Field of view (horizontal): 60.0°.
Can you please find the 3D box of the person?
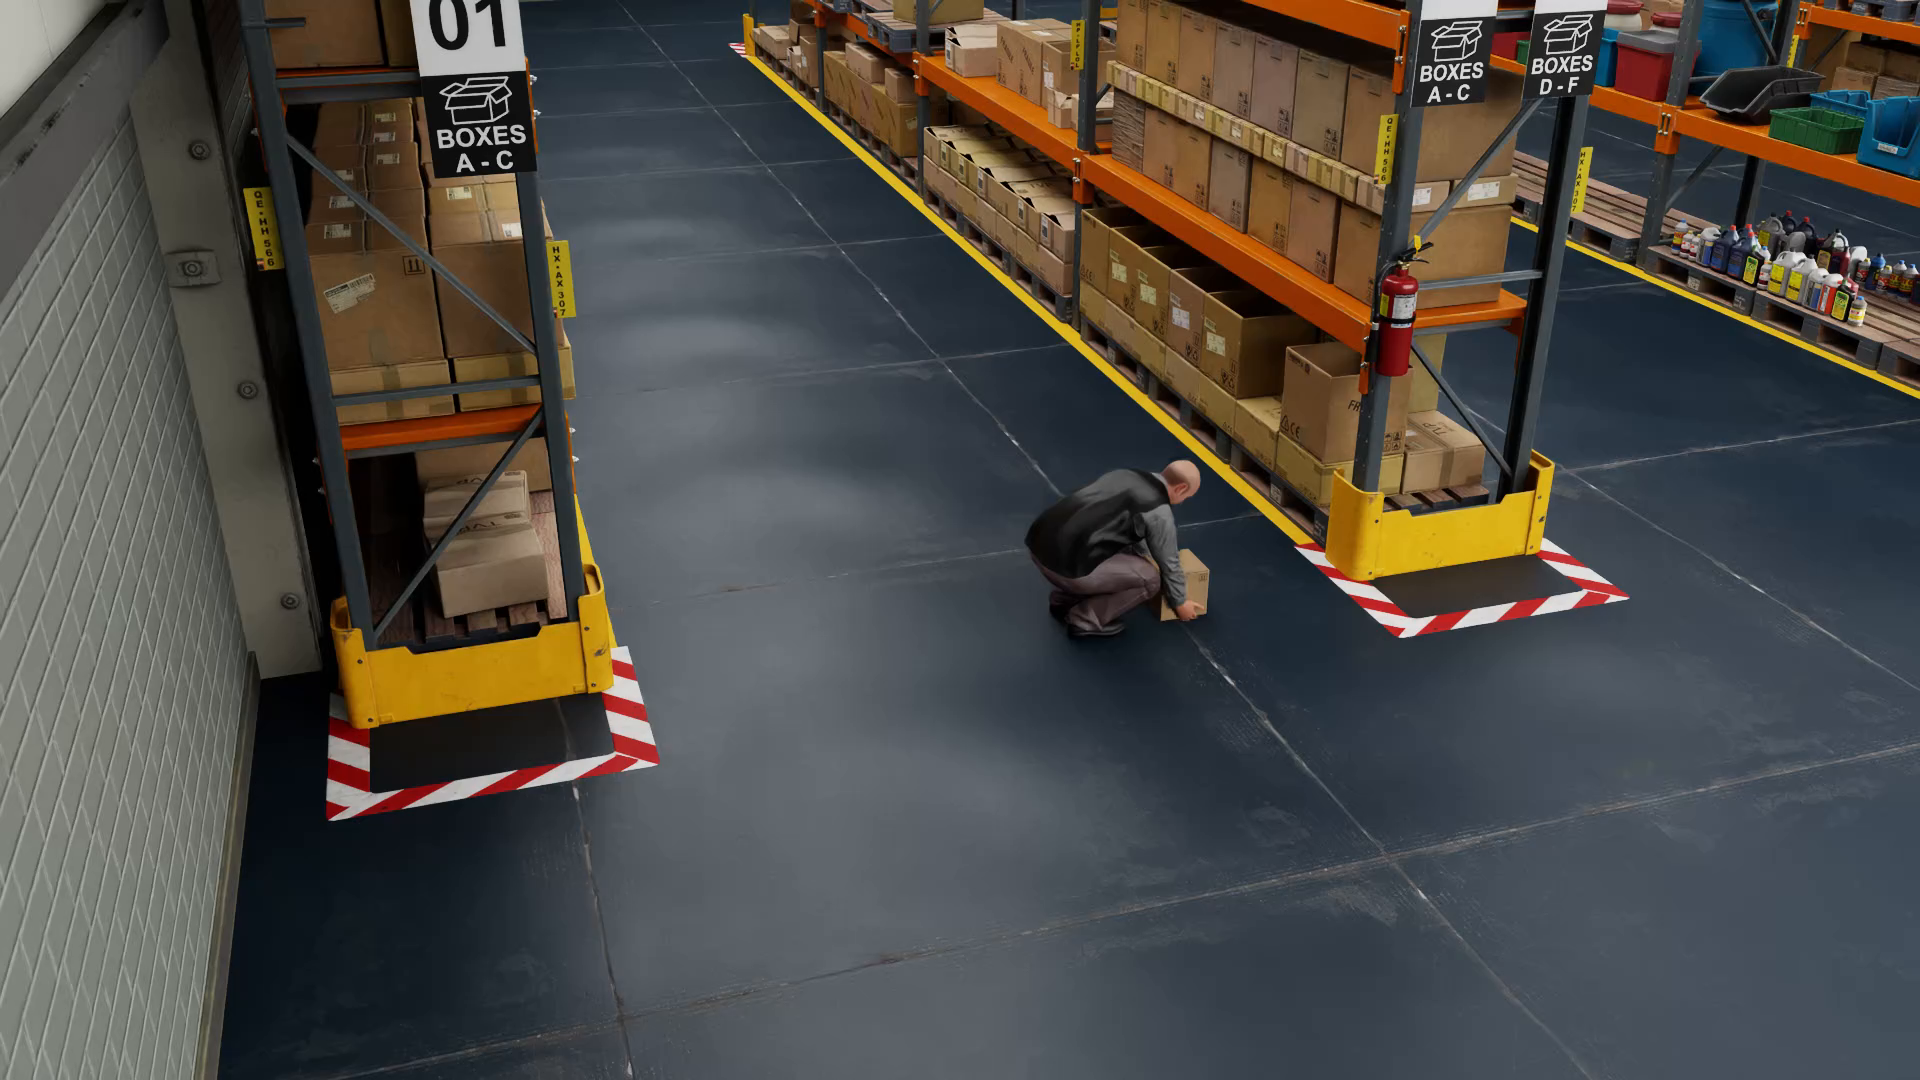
[{"bbox_3d":[0.767,0.055,8.170,0.898,0.829,0.528,-8,27,-16],"label":"person"}]
